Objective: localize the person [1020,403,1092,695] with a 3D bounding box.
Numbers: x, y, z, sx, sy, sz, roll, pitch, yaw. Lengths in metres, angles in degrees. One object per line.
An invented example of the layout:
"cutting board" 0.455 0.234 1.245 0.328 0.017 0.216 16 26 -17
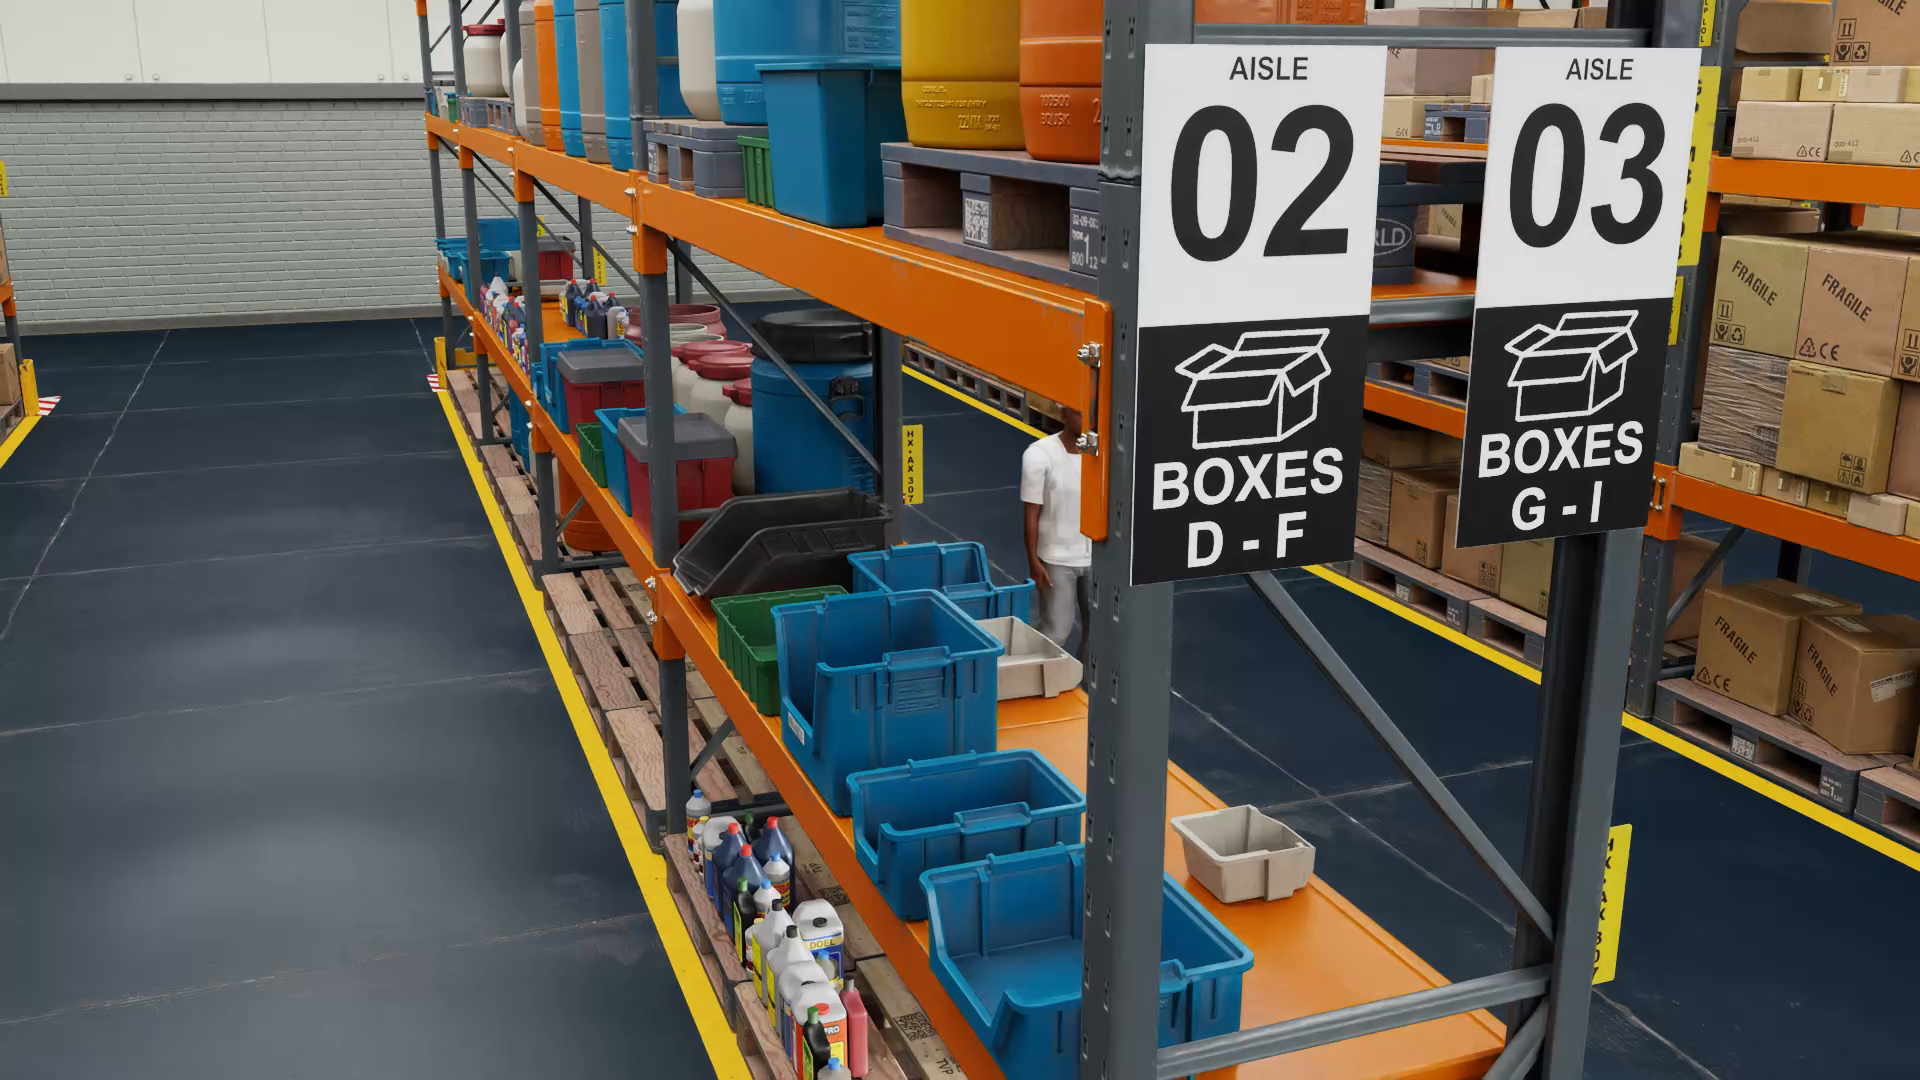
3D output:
"person" 0.580 0.092 8.188 0.563 1.776 0.360 -5 16 -19
